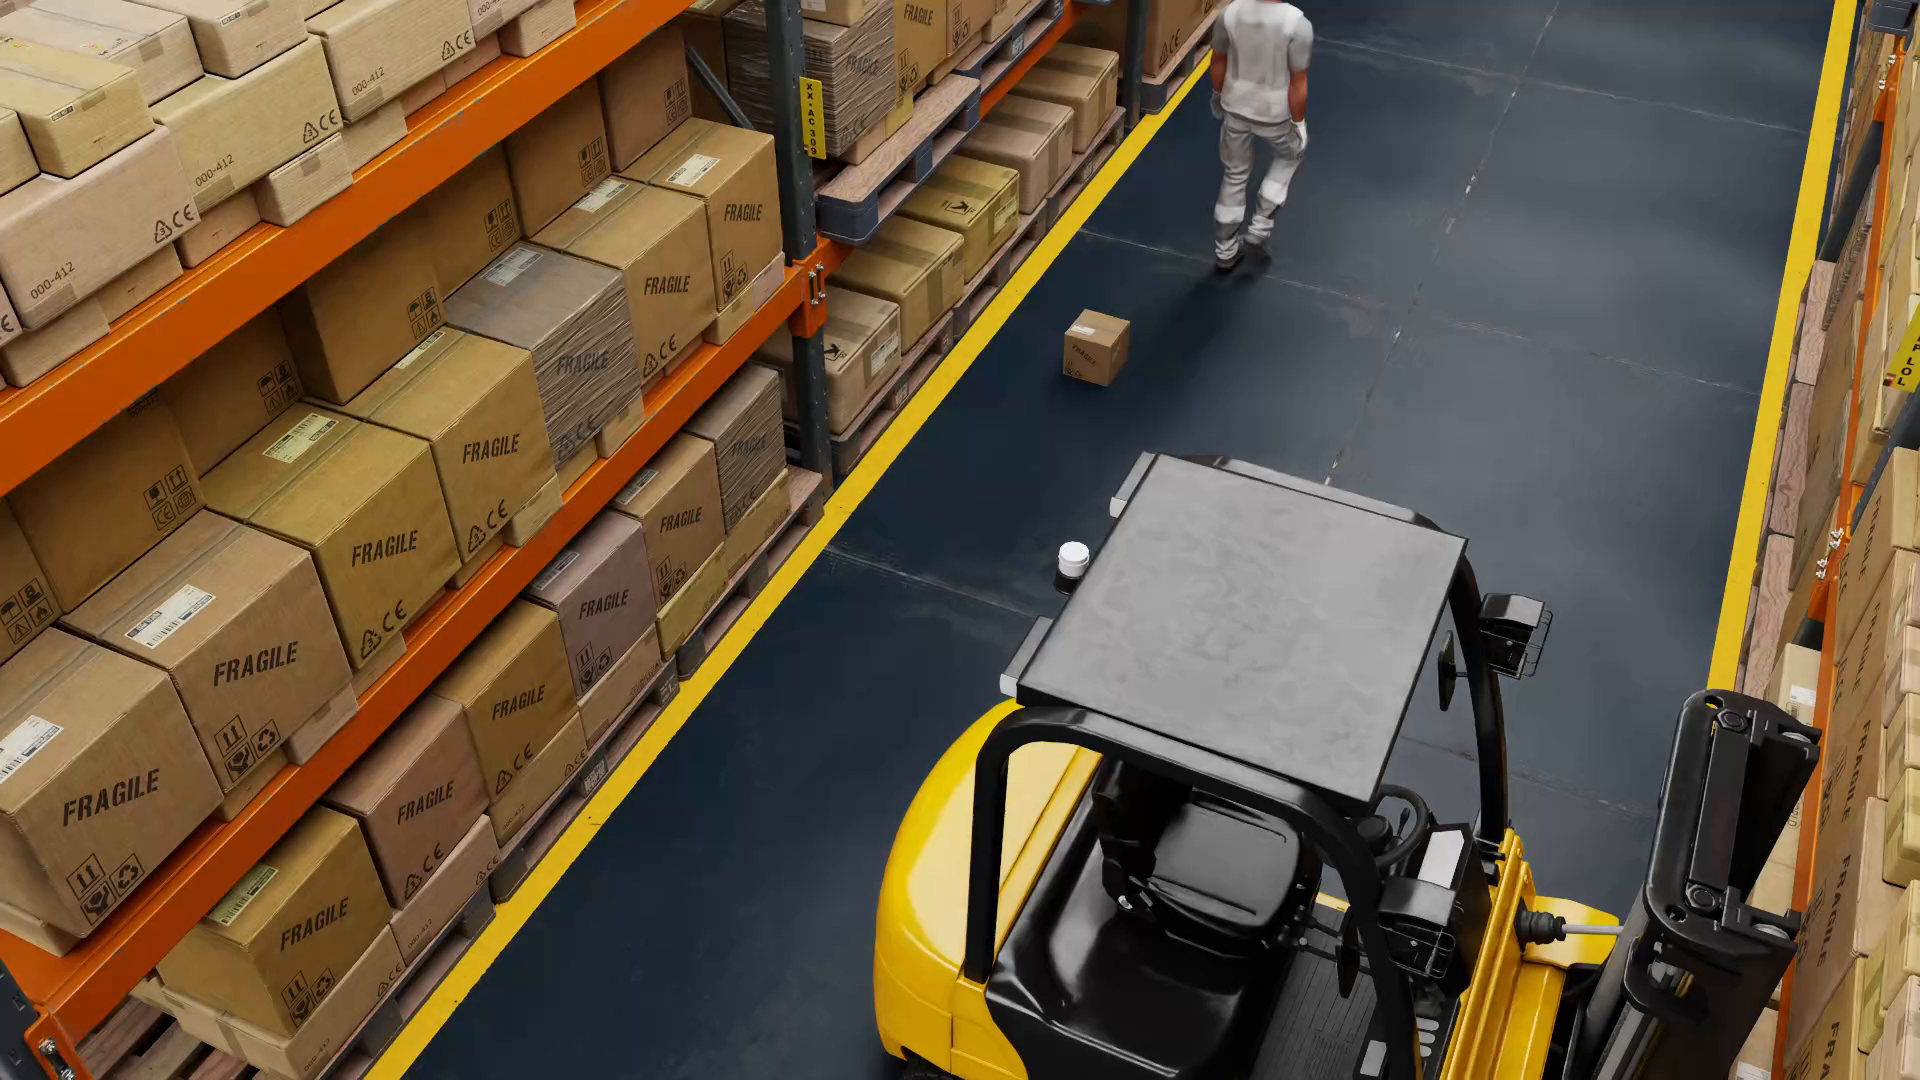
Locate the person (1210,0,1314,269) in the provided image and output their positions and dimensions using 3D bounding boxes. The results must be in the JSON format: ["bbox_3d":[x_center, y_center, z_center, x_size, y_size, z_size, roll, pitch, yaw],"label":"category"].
[{"bbox_3d":[1.576,-2.249,8.655,0.585,1.809,0.476,19,45,20],"label":"person"}]
